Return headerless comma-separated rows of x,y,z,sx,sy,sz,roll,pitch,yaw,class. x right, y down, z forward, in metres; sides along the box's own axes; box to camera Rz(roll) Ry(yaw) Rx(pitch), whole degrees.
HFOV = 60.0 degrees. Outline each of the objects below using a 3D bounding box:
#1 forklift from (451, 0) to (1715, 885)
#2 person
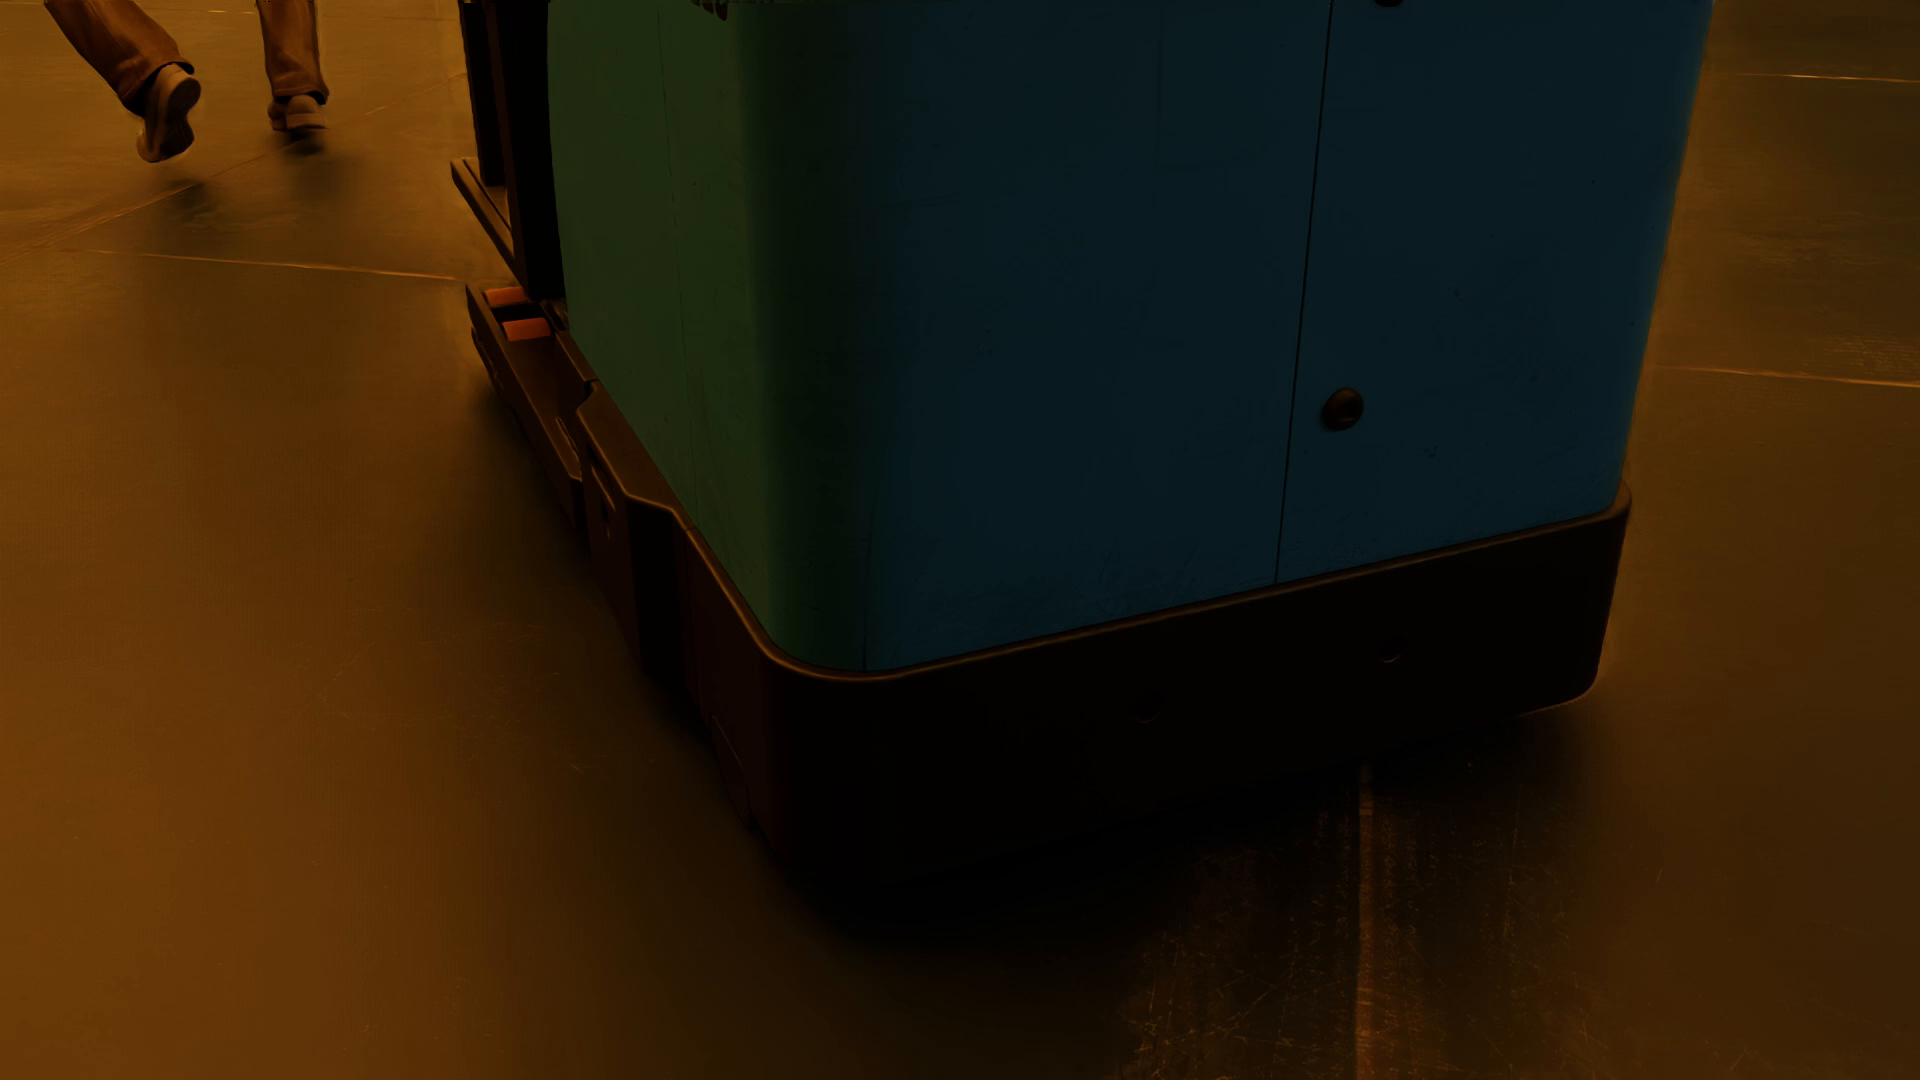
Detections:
-0.271,-1.604,2.425,1.130,2.935,3.031,-11,29,-21,forklift
-1.895,-1.901,4.417,0.708,1.644,1.085,21,33,35,person
